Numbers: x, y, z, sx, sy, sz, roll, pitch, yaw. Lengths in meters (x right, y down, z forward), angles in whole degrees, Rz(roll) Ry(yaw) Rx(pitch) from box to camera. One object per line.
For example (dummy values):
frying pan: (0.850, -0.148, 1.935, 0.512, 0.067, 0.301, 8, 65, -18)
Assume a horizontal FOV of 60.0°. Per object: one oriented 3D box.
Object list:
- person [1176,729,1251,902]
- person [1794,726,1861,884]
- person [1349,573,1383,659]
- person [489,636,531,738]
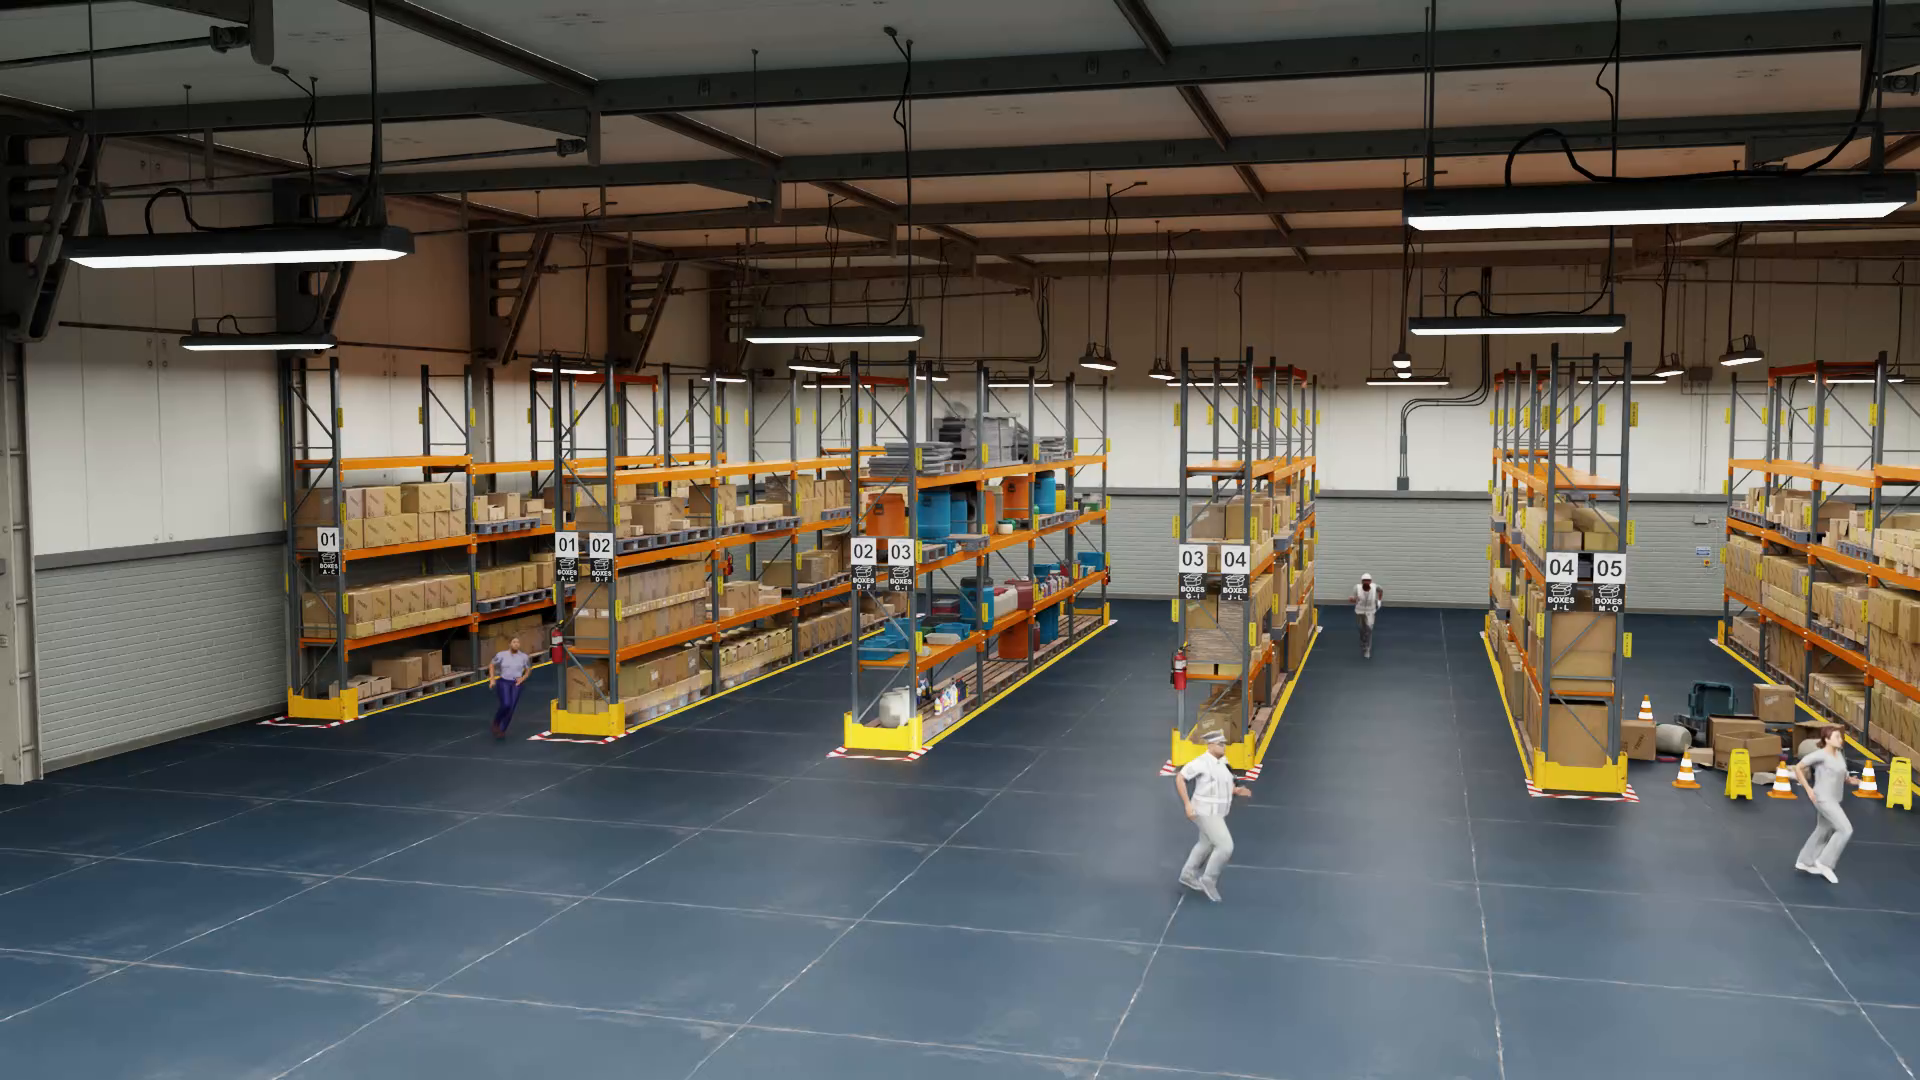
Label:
person: (2.636, 2.860, 17.318, 0.826, 1.815, 0.627, 3, 5, 34)
person: (9.399, 2.846, 17.992, 0.546, 1.678, 0.661, -3, 5, -37)
person: (8.524, 1.569, 34.955, 0.668, 1.786, 0.969, 1, 4, 18)
person: (-7.008, 2.308, 25.982, 0.625, 1.568, 0.578, -2, 5, -26)
